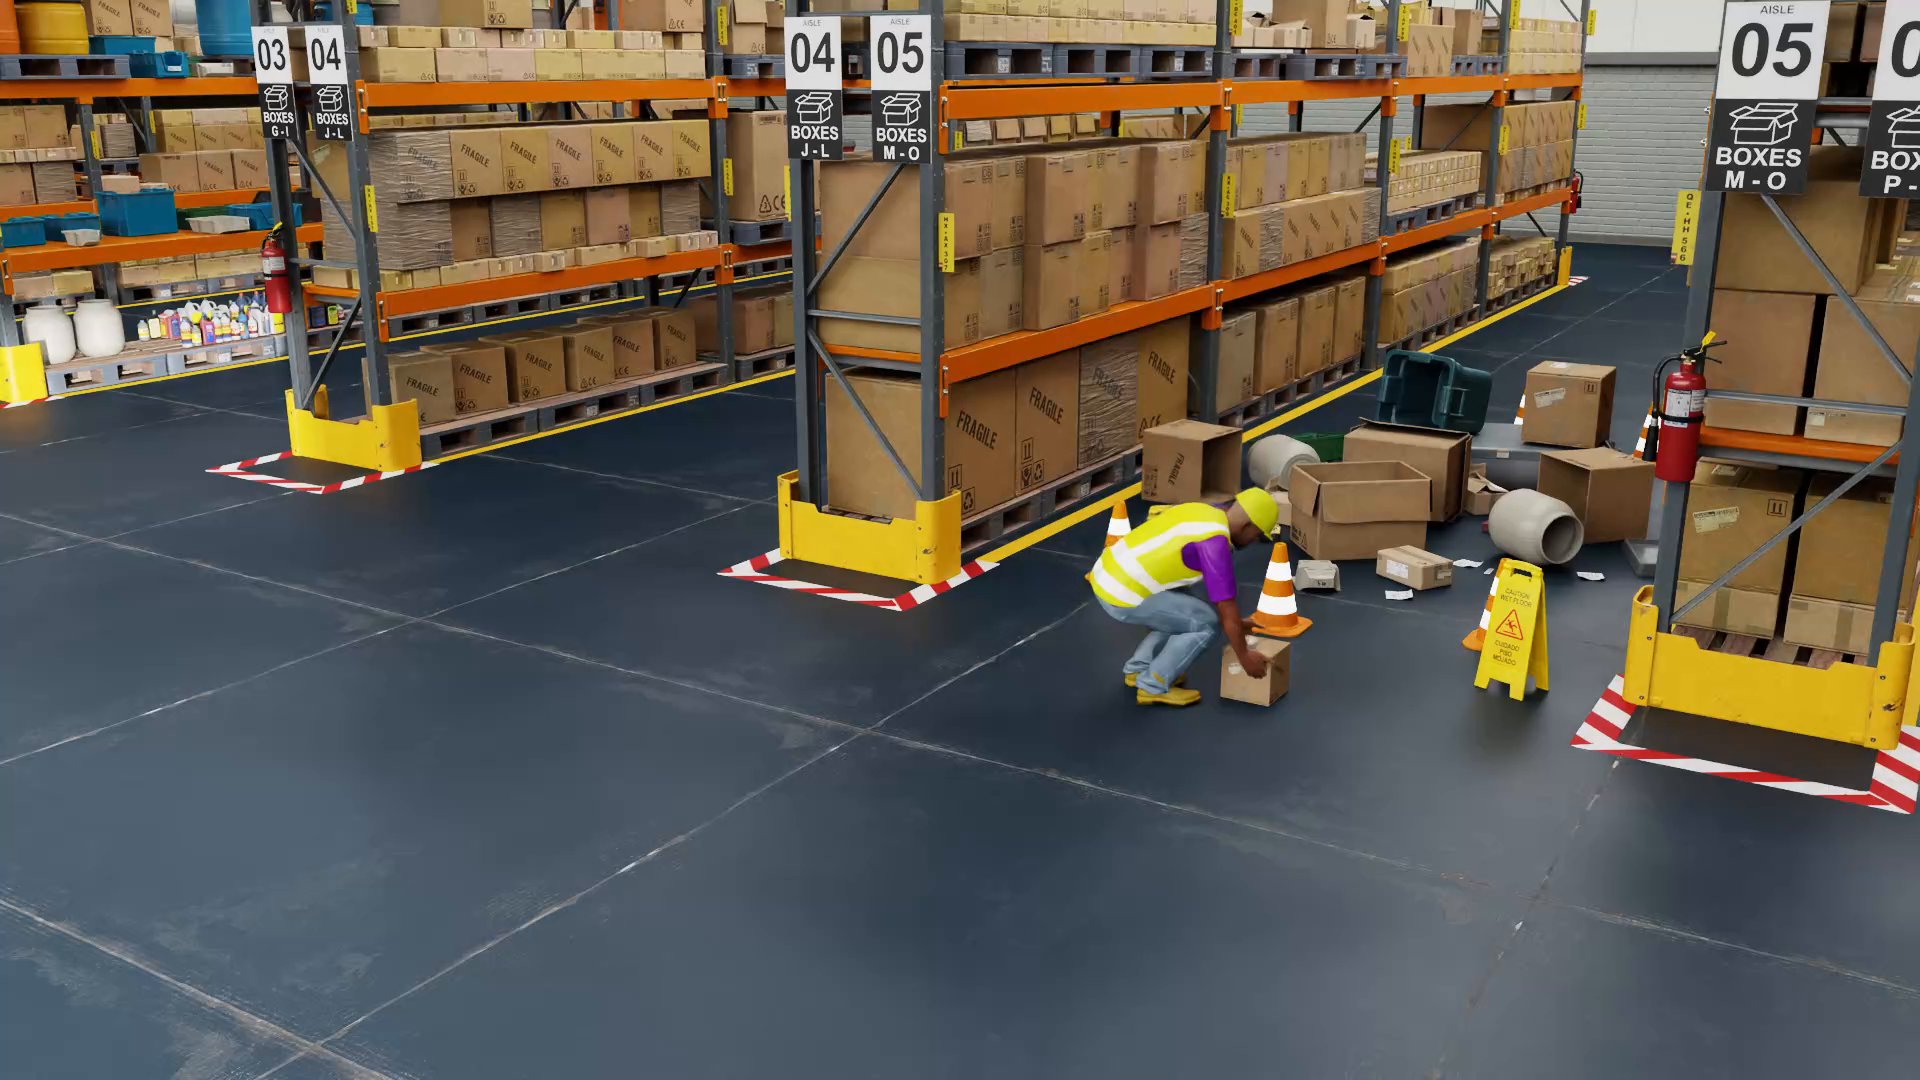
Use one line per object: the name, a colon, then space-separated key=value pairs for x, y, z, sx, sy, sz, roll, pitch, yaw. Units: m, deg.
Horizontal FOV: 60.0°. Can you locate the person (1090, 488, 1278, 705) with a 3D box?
person: x=1.069 y=0.247 z=7.994 sx=0.887 sy=1.017 sz=0.584 roll=0 pitch=16 yaw=1
